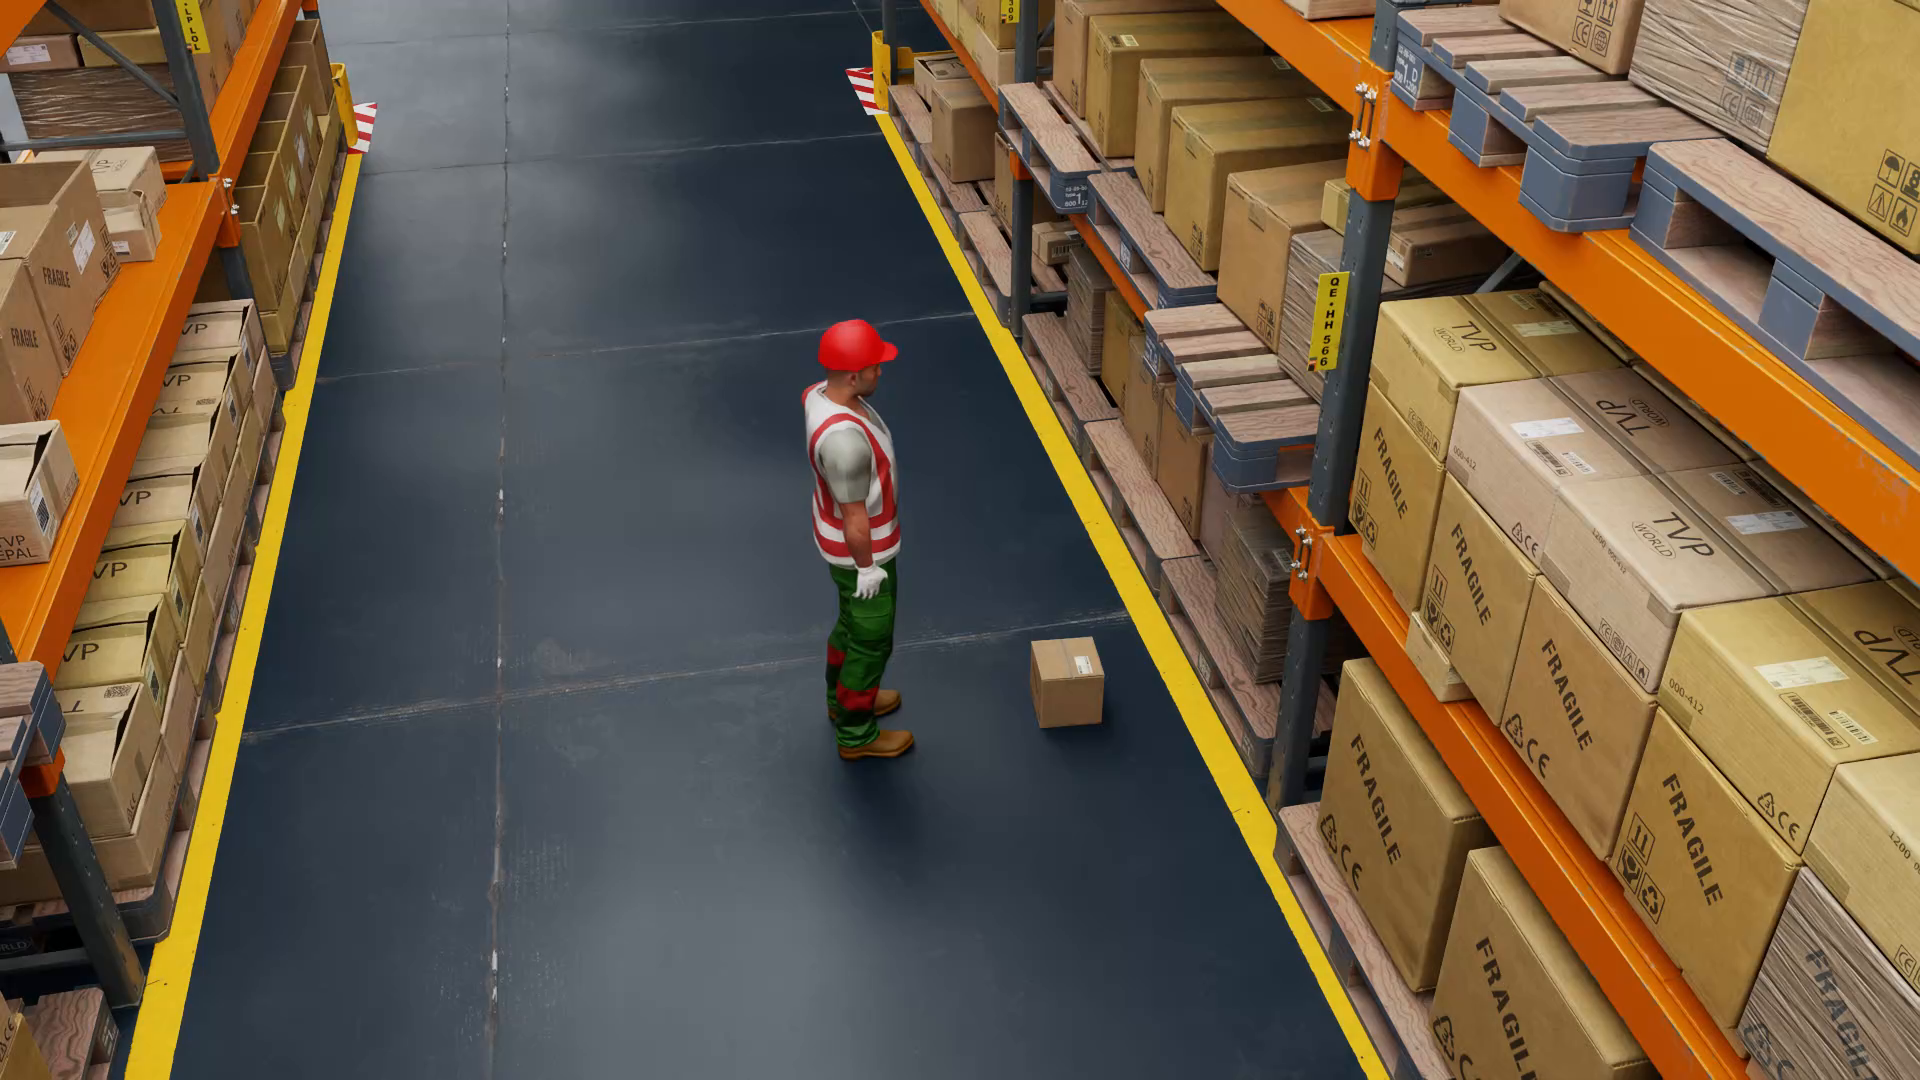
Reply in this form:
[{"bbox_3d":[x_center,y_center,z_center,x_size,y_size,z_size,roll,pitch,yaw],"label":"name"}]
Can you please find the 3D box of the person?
[{"bbox_3d":[-0.376,0.005,6.120,0.344,1.780,0.527,-6,35,-9],"label":"person"}]
